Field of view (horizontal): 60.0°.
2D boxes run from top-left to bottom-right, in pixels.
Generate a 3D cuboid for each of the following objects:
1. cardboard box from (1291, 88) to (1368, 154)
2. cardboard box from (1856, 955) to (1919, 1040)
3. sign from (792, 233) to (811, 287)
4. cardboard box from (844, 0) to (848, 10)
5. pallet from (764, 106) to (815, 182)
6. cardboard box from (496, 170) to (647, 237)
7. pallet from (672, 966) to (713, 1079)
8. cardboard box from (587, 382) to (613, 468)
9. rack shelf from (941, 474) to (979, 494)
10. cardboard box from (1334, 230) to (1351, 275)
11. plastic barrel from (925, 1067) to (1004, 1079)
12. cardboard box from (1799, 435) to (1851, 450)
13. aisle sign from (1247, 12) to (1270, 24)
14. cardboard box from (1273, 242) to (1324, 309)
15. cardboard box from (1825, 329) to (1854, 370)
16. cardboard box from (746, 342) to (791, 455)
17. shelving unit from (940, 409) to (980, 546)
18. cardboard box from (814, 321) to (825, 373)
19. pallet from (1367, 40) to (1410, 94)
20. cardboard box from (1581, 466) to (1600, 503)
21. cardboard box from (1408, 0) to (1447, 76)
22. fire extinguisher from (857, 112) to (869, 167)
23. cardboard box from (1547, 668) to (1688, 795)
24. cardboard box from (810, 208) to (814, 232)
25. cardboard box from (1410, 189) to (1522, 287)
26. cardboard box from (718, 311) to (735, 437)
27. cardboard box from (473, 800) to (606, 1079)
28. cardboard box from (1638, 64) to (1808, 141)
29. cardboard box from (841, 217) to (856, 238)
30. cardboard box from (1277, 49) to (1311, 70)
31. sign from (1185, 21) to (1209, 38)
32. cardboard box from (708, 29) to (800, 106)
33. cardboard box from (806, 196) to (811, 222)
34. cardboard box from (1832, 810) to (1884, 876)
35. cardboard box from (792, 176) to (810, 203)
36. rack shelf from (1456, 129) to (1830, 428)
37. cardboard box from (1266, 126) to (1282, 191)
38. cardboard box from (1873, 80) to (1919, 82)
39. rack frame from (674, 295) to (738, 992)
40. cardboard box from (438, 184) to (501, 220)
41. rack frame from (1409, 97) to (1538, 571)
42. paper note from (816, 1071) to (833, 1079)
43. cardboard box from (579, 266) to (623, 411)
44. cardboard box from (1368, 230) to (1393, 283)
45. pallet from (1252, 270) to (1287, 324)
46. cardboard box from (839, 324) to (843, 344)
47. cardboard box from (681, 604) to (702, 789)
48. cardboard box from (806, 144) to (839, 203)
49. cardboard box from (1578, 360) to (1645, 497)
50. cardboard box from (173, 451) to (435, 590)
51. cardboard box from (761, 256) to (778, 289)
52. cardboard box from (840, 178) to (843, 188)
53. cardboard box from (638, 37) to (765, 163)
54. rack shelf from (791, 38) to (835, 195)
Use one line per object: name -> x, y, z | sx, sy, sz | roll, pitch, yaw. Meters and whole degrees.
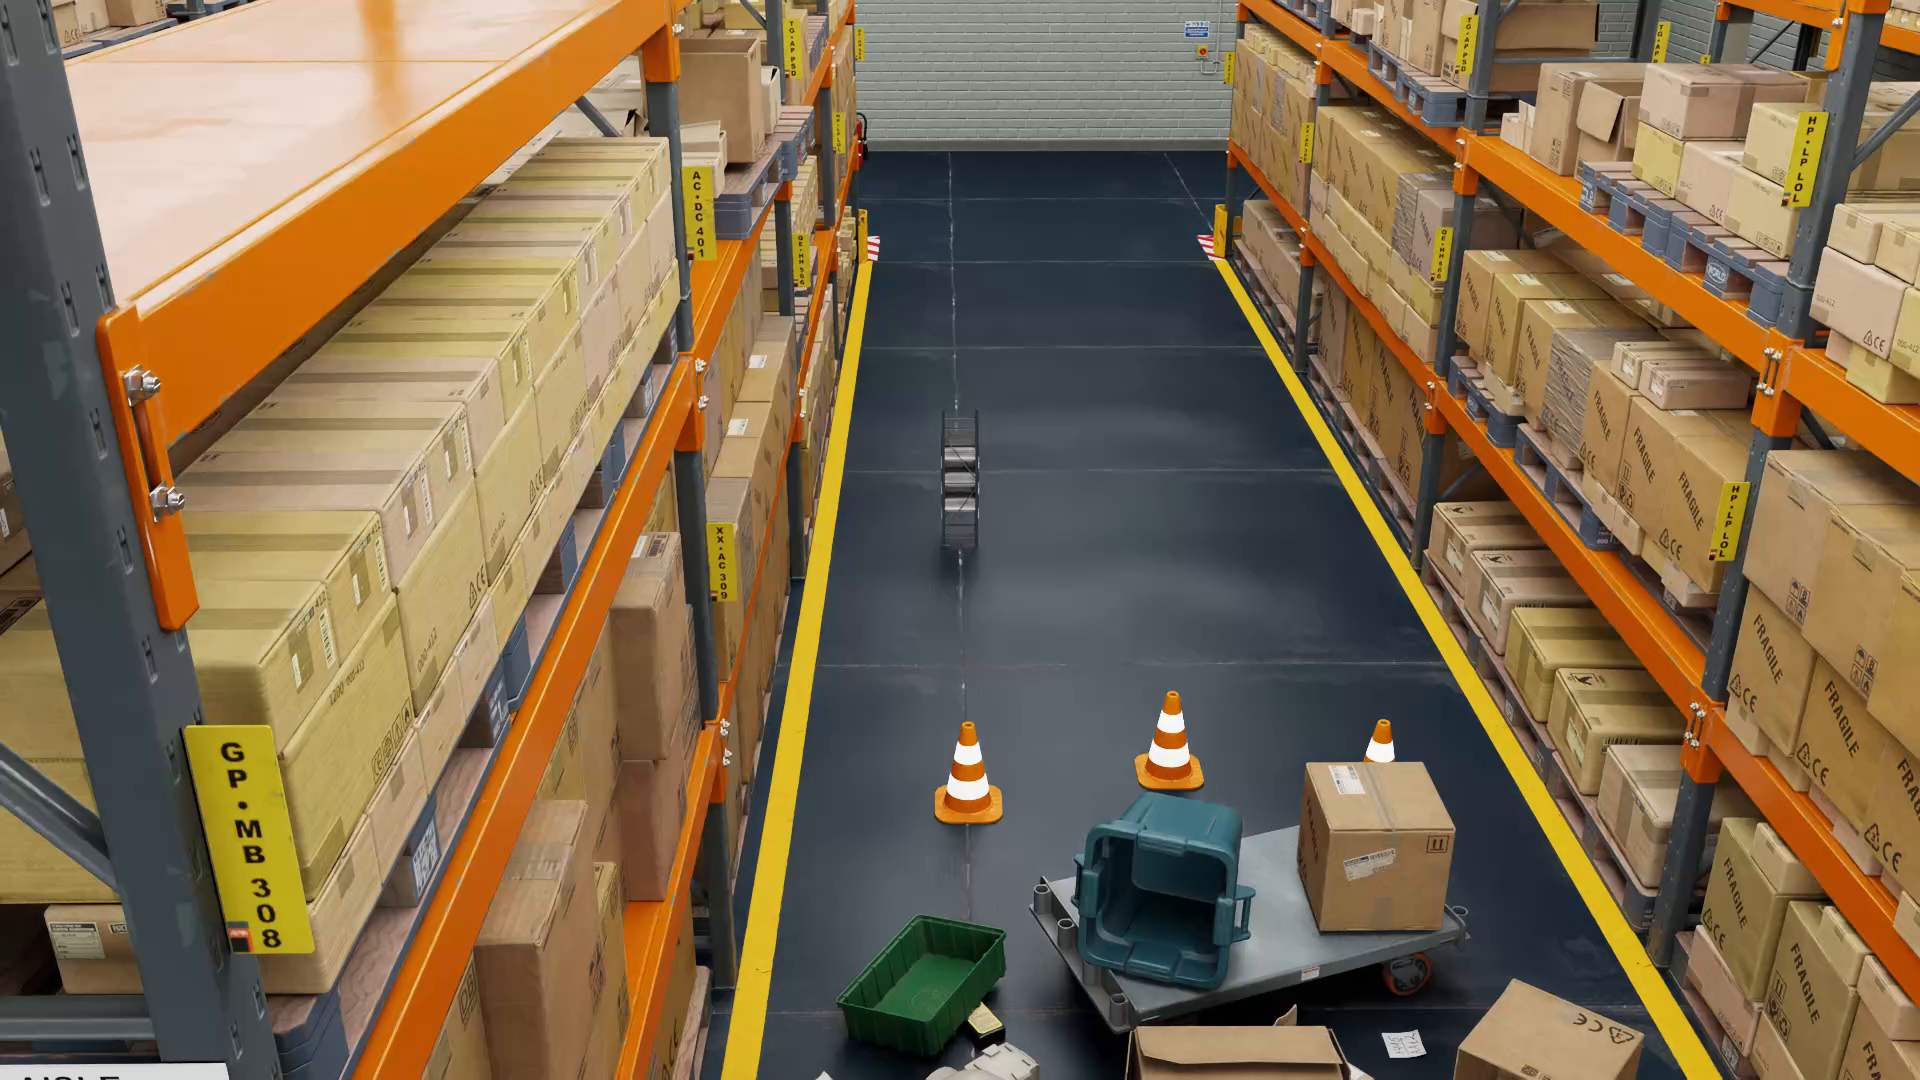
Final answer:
cardboard box -> 3.127, -3.536, 14.095 | 0.500, 0.500, 0.500 | 0, 24, -1
cardboard box -> 3.187, 1.497, 5.429 | 0.380, 0.149, 0.250 | 1, 24, 2
sign -> -0.942, -1.661, 9.878 | 0.100, 0.325, 0.005 | 0, 24, -1
cardboard box -> -1.284, -4.905, 14.997 | 0.500, 0.250, 0.500 | 1, 24, 2
pallet -> -1.437, -2.146, 8.943 | 1.213, 0.211, 1.003 | 1, 24, 2
cardboard box -> -1.126, -0.977, 4.837 | 0.380, 0.149, 0.250 | 0, 24, -1
pallet -> -1.523, 2.102, 6.345 | 1.003, 0.211, 1.213 | 0, 24, -1
cardboard box -> -1.114, -0.297, 4.301 | 0.380, 0.149, 0.250 | 0, 24, -1
rack shelf -> 0.000, -0.383, 11.086 | 0.258, 0.077, 0.200 | 0, 24, -1
cardboard box -> 3.146, -2.167, 12.583 | 0.500, 0.250, 0.500 | 0, 24, -1
plastic barrel -> 0.093, 2.153, 5.977 | 0.512, 0.421, 0.421 | 19, 30, 35
cardboard box -> 3.777, -0.113, 6.867 | 0.500, 0.500, 0.500 | 0, 24, 1
aisle sign -> 3.074, -5.703, 17.065 | 0.394, 0.787, 0.004 | 0, 24, -1
cardboard box -> 3.498, -2.494, 15.724 | 0.875, 0.438, 0.875 | -1, 24, -2
cardboard box -> 3.251, -0.667, 5.750 | 0.380, 0.149, 0.250 | -1, 24, -1
cardboard box -> -1.219, -0.786, 9.226 | 0.500, 0.500, 0.500 | 0, 24, -1
shelving unit -> 0.000, -0.413, 11.072 | 0.258, 0.900, 0.210 | 0, 24, -1
cardboard box -> -1.267, -1.437, 12.401 | 0.500, 0.250, 0.500 | -1, 24, -3
pallet -> 3.377, -3.200, 11.275 | 1.003, 0.211, 1.213 | 1, 24, 2
cardboard box -> 3.217, -0.254, 7.966 | 0.380, 0.149, 0.250 | 0, 24, -1
cardboard box -> 3.251, -3.205, 10.425 | 0.700, 0.500, 0.500 | -1, 24, -3
fire extinguisher -> -1.125, -4.327, 17.724 | 0.296, 0.674, 0.183 | 0, 24, -1
cardboard box -> 3.476, 0.948, 8.193 | 0.950, 0.372, 0.625 | 1, 24, 3
cardboard box -> -1.334, -2.483, 12.894 | 0.380, 0.149, 0.250 | 0, 24, -1
cardboard box -> 3.185, -1.907, 10.492 | 0.500, 0.500, 0.500 | -1, 24, -2
cardboard box -> -1.481, -0.816, 8.079 | 0.700, 0.500, 0.500 | 0, 24, -1
cardboard box -> -1.343, 0.995, 3.917 | 0.875, 0.550, 0.550 | 0, 24, -1
cardboard box -> 3.329, -1.922, 7.285 | 0.500, 0.250, 0.500 | 0, 24, 0
cardboard box -> -1.250, -3.163, 16.832 | 0.380, 0.149, 0.250 | -1, 24, -2
cardboard box -> 3.118, -4.393, 15.200 | 0.380, 0.149, 0.250 | 0, 24, -1
sign -> 3.231, -6.962, 22.675 | 0.327, 0.218, 0.001 | 0, 24, -1
cardboard box -> -1.237, -2.779, 9.993 | 0.500, 0.500, 0.500 | 0, 24, -1
cardboard box -> -1.327, -2.504, 12.581 | 0.380, 0.149, 0.250 | -1, 24, -2
cardboard box -> 3.234, 1.015, 5.670 | 0.380, 0.149, 0.250 | 0, 24, 1
cardboard box -> -1.333, -2.636, 12.512 | 0.380, 0.149, 0.250 | 0, 24, -1
rack shelf -> 3.474, -1.409, 7.958 | 1.077, 0.370, 4.000 | 0, 24, -1
cardboard box -> 3.116, -3.497, 15.220 | 0.500, 0.500, 0.500 | -1, 24, -1
cardboard box -> 8.621, -3.890, 15.121 | 0.500, 0.500, 0.500 | -1, 24, -2
rack frame -> -1.453, 0.518, 6.464 | 1.000, 3.000, 0.127 | 0, 24, -1
cardboard box -> -1.728, -0.950, 5.260 | 0.500, 0.250, 0.500 | 0, 24, 0
rack frame -> 3.452, -1.194, 10.250 | 1.000, 3.000, 0.127 | 0, 24, -1
paper note -> -0.540, 2.144, 6.472 | 0.147, 0.020, 0.142 | -19, 31, -36
cardboard box -> -1.182, -0.536, 4.346 | 0.500, 0.250, 0.500 | 0, 24, -1
cardboard box -> 3.157, -1.974, 11.550 | 0.500, 0.250, 0.500 | -1, 24, -2
pallet -> 3.462, -2.389, 16.277 | 1.003, 0.211, 1.213 | 0, 24, -1
cardboard box -> -1.223, -1.822, 14.589 | 0.380, 0.149, 0.250 | -1, 24, -3
cardboard box -> -1.437, 0.602, 6.097 | 0.875, 0.550, 0.550 | 0, 24, -1
cardboard box -> -1.294, -3.165, 14.125 | 0.500, 0.500, 0.500 | -1, 24, -2
cardboard box -> 3.255, -0.524, 7.778 | 0.500, 0.500, 0.500 | 1, 24, 1
cardboard box -> -1.100, -0.034, 2.751 | 0.380, 0.149, 0.250 | -1, 24, -1
cardboard box -> -1.308, -1.671, 10.378 | 0.380, 0.149, 0.250 | 0, 24, 0
cardboard box -> -1.279, -3.324, 15.265 | 0.380, 0.149, 0.250 | 1, 24, 2
cardboard box -> -1.198, -2.064, 7.782 | 0.500, 0.500, 0.500 | 0, 24, -1
rack shelf -> -1.519, -2.993, 11.461 | 1.077, 0.370, 4.000 | 0, 24, -1
